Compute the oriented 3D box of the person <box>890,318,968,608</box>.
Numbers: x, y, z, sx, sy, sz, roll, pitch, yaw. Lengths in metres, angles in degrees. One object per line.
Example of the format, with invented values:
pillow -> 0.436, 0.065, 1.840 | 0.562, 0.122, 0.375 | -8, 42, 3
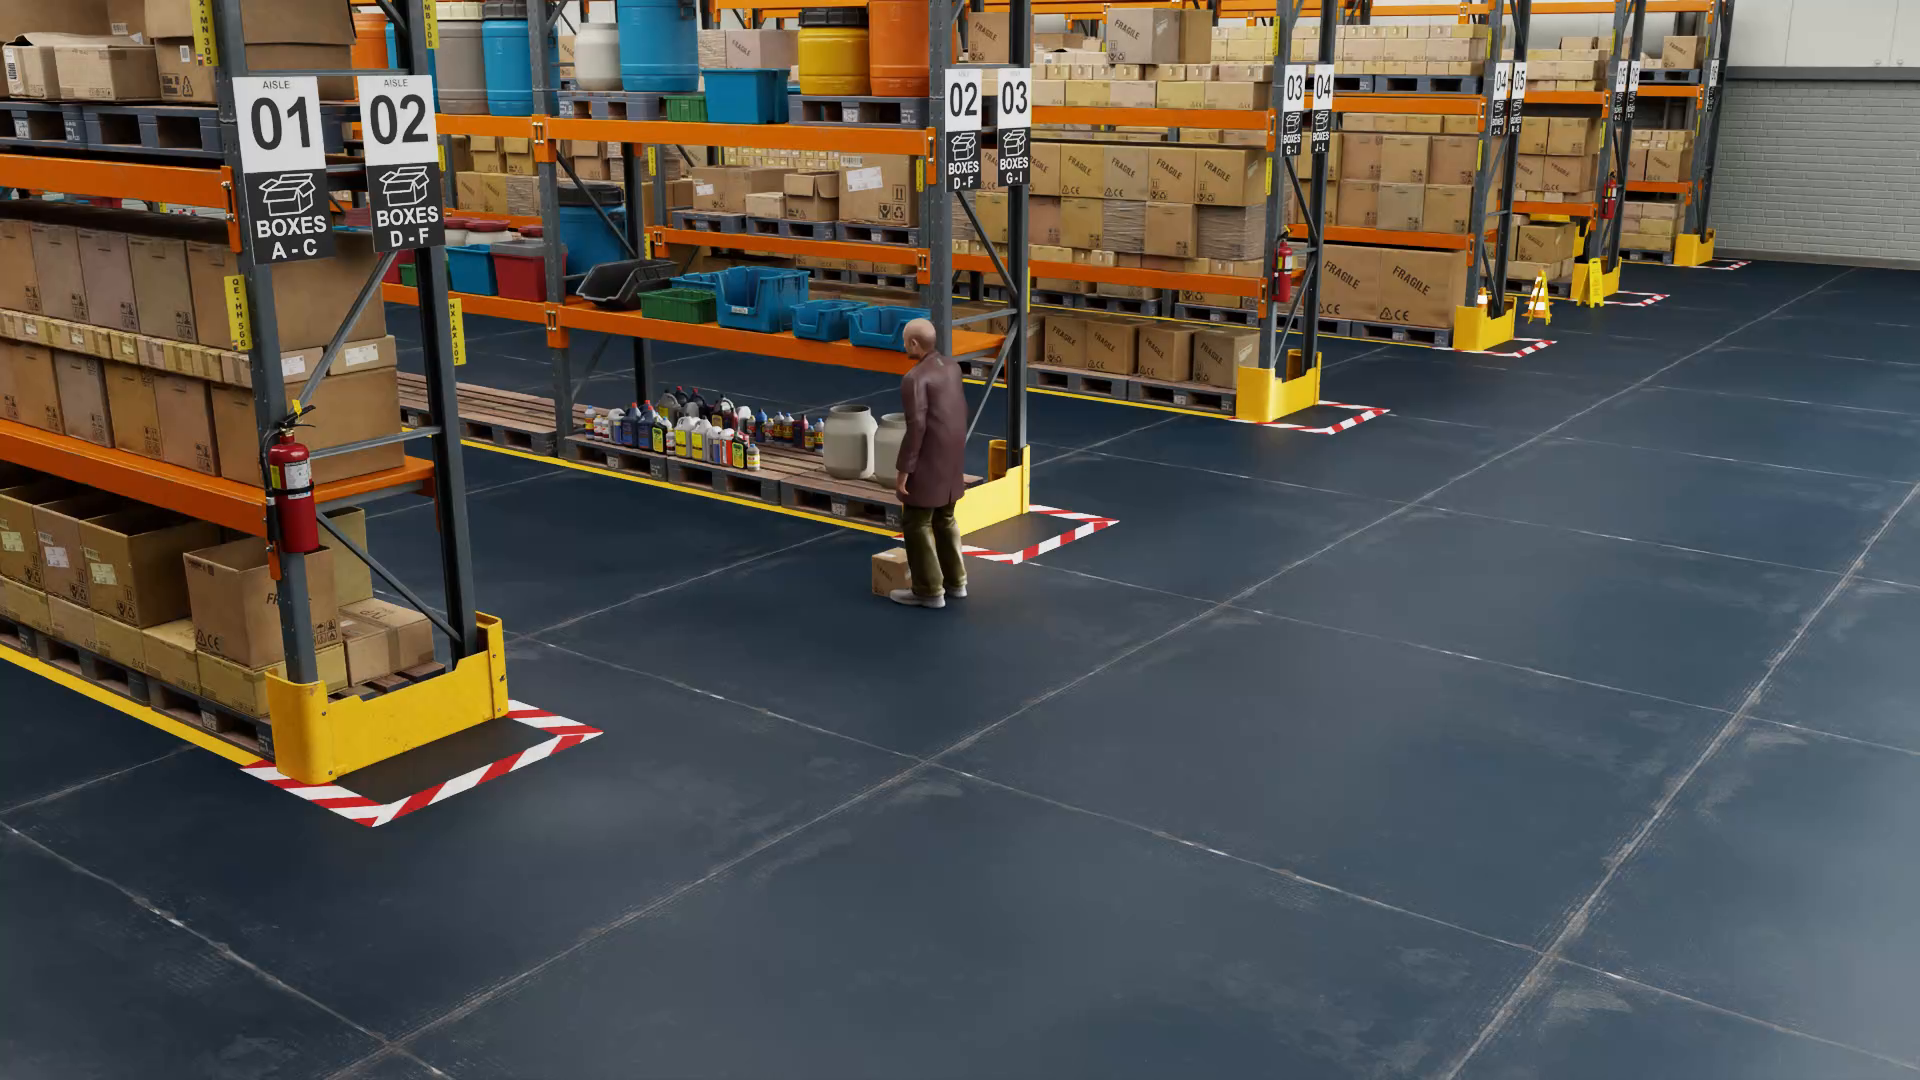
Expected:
person -> -0.187, -0.472, 10.181 | 0.429, 1.772, 0.649 | 10, 19, 32
